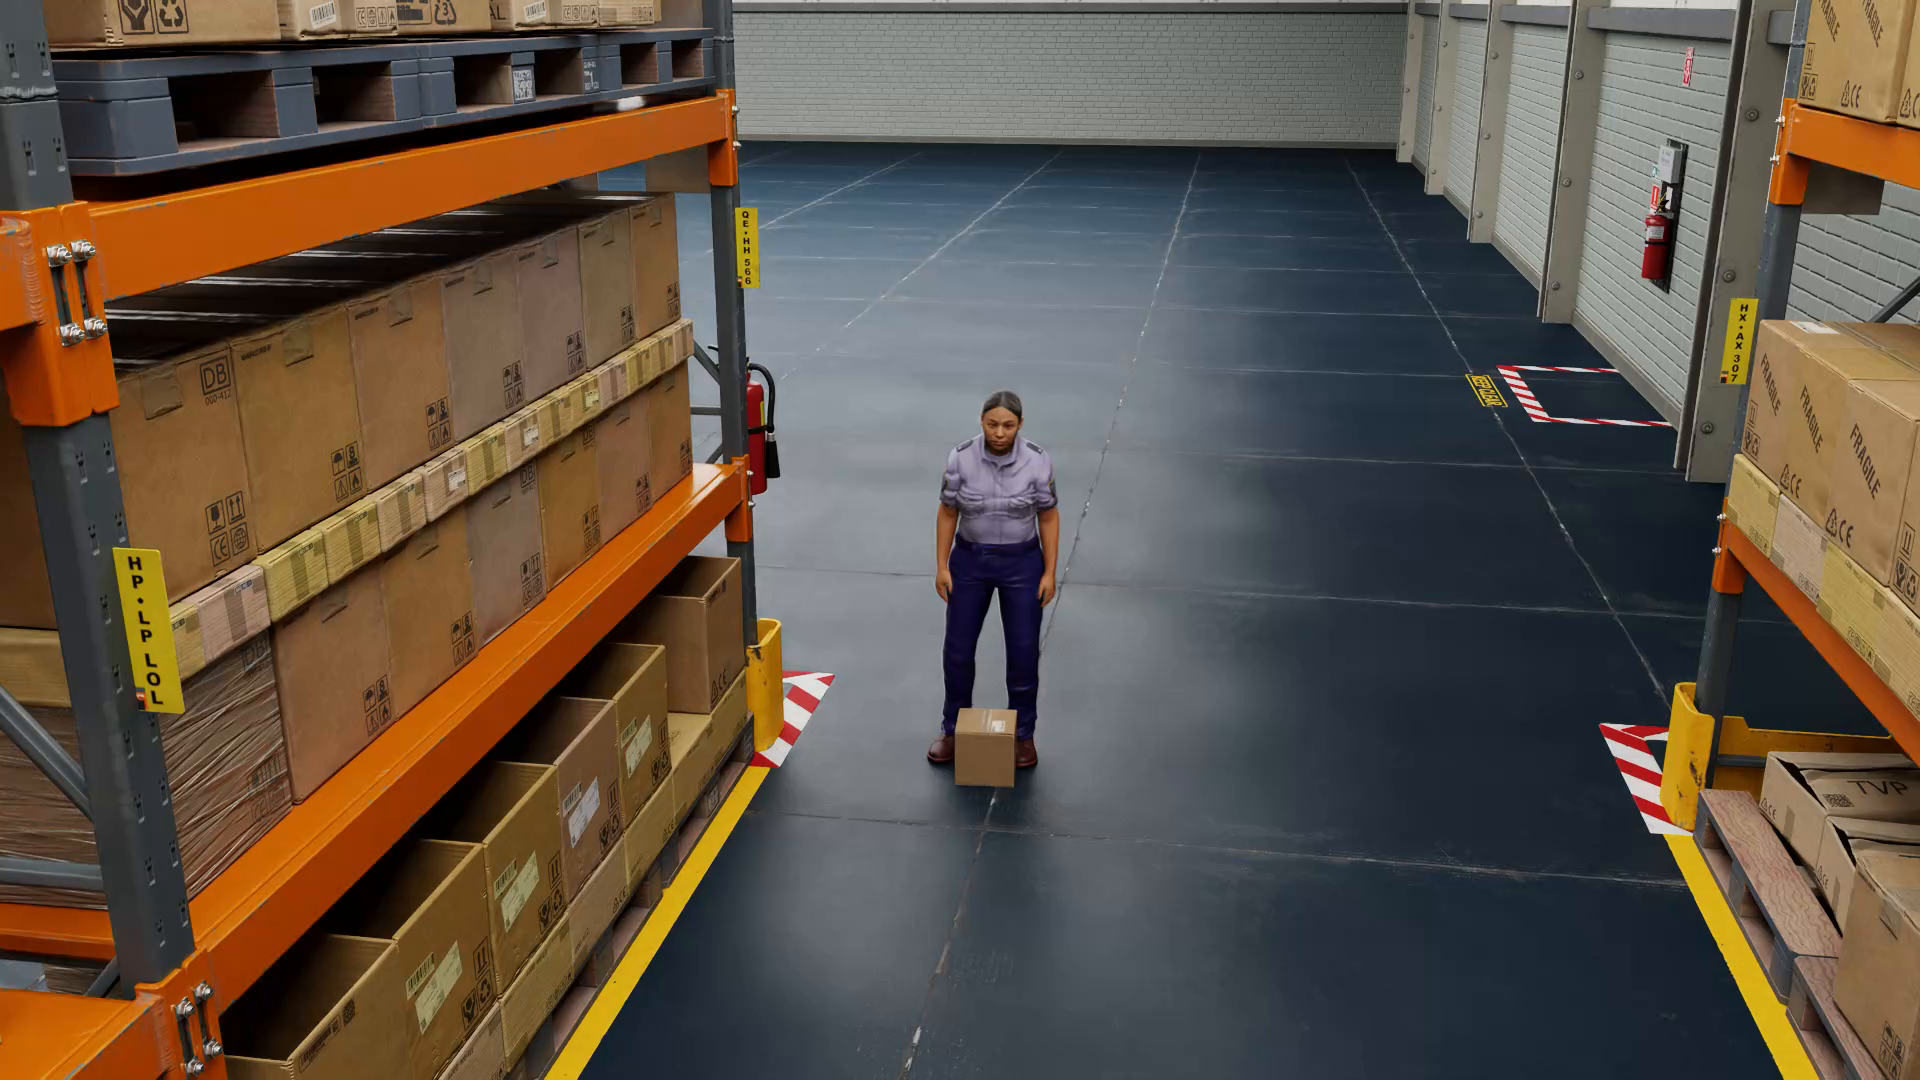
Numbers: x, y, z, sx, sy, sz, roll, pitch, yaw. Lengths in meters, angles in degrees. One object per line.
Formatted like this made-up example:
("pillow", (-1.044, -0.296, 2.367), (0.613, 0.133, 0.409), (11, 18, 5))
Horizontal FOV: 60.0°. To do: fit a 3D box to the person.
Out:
("person", (0.143, 0.148, 7.114), (0.555, 1.650, 0.376), (2, 18, 6))
